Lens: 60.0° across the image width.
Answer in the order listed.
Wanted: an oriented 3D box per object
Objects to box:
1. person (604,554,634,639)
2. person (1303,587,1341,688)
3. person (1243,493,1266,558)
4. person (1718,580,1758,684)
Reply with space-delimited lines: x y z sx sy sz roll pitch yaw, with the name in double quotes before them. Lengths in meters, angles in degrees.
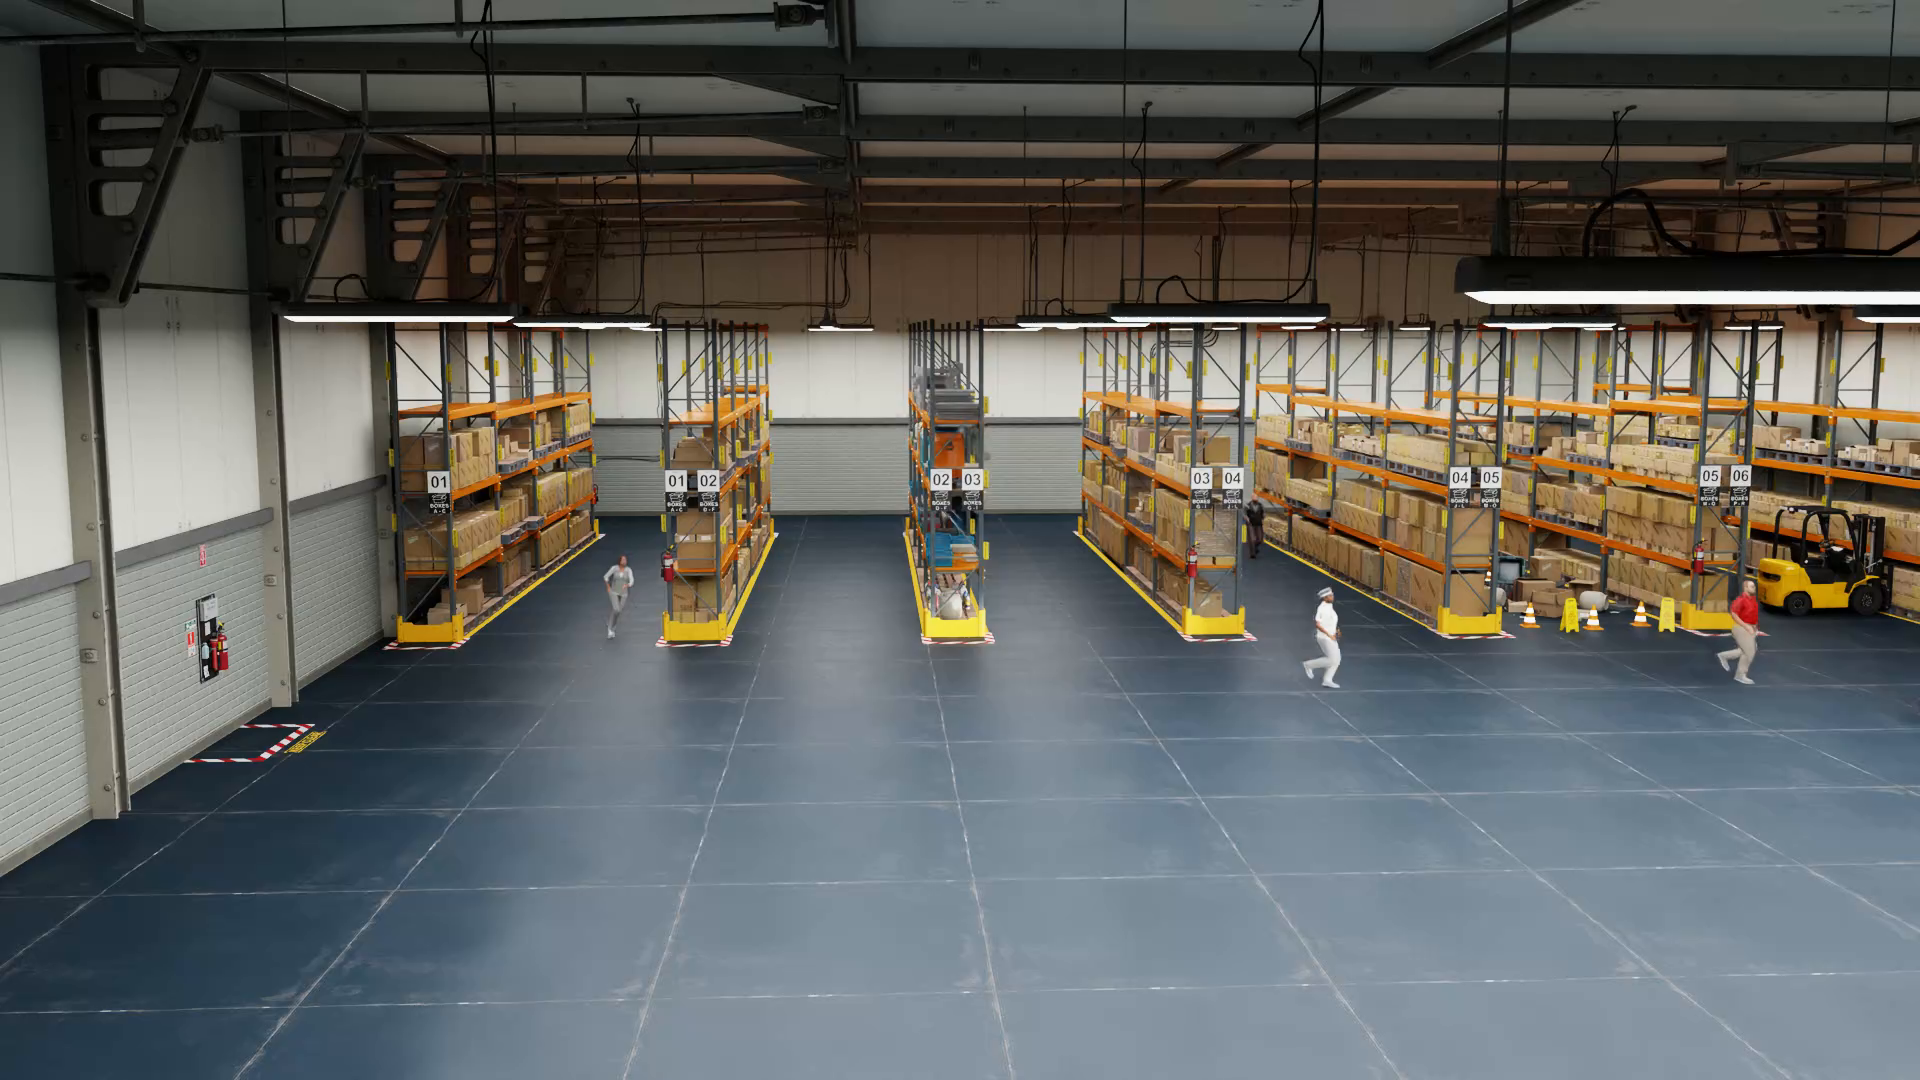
"person" -6.452 1.065 31.508 0.531 1.598 0.616 -4 8 -27
"person" 5.913 1.574 27.069 0.589 1.662 0.575 3 8 22
"person" 7.540 -0.368 42.614 0.656 1.673 0.607 0 7 -1
"person" 12.916 1.498 27.555 0.669 1.713 0.645 -7 10 -43
